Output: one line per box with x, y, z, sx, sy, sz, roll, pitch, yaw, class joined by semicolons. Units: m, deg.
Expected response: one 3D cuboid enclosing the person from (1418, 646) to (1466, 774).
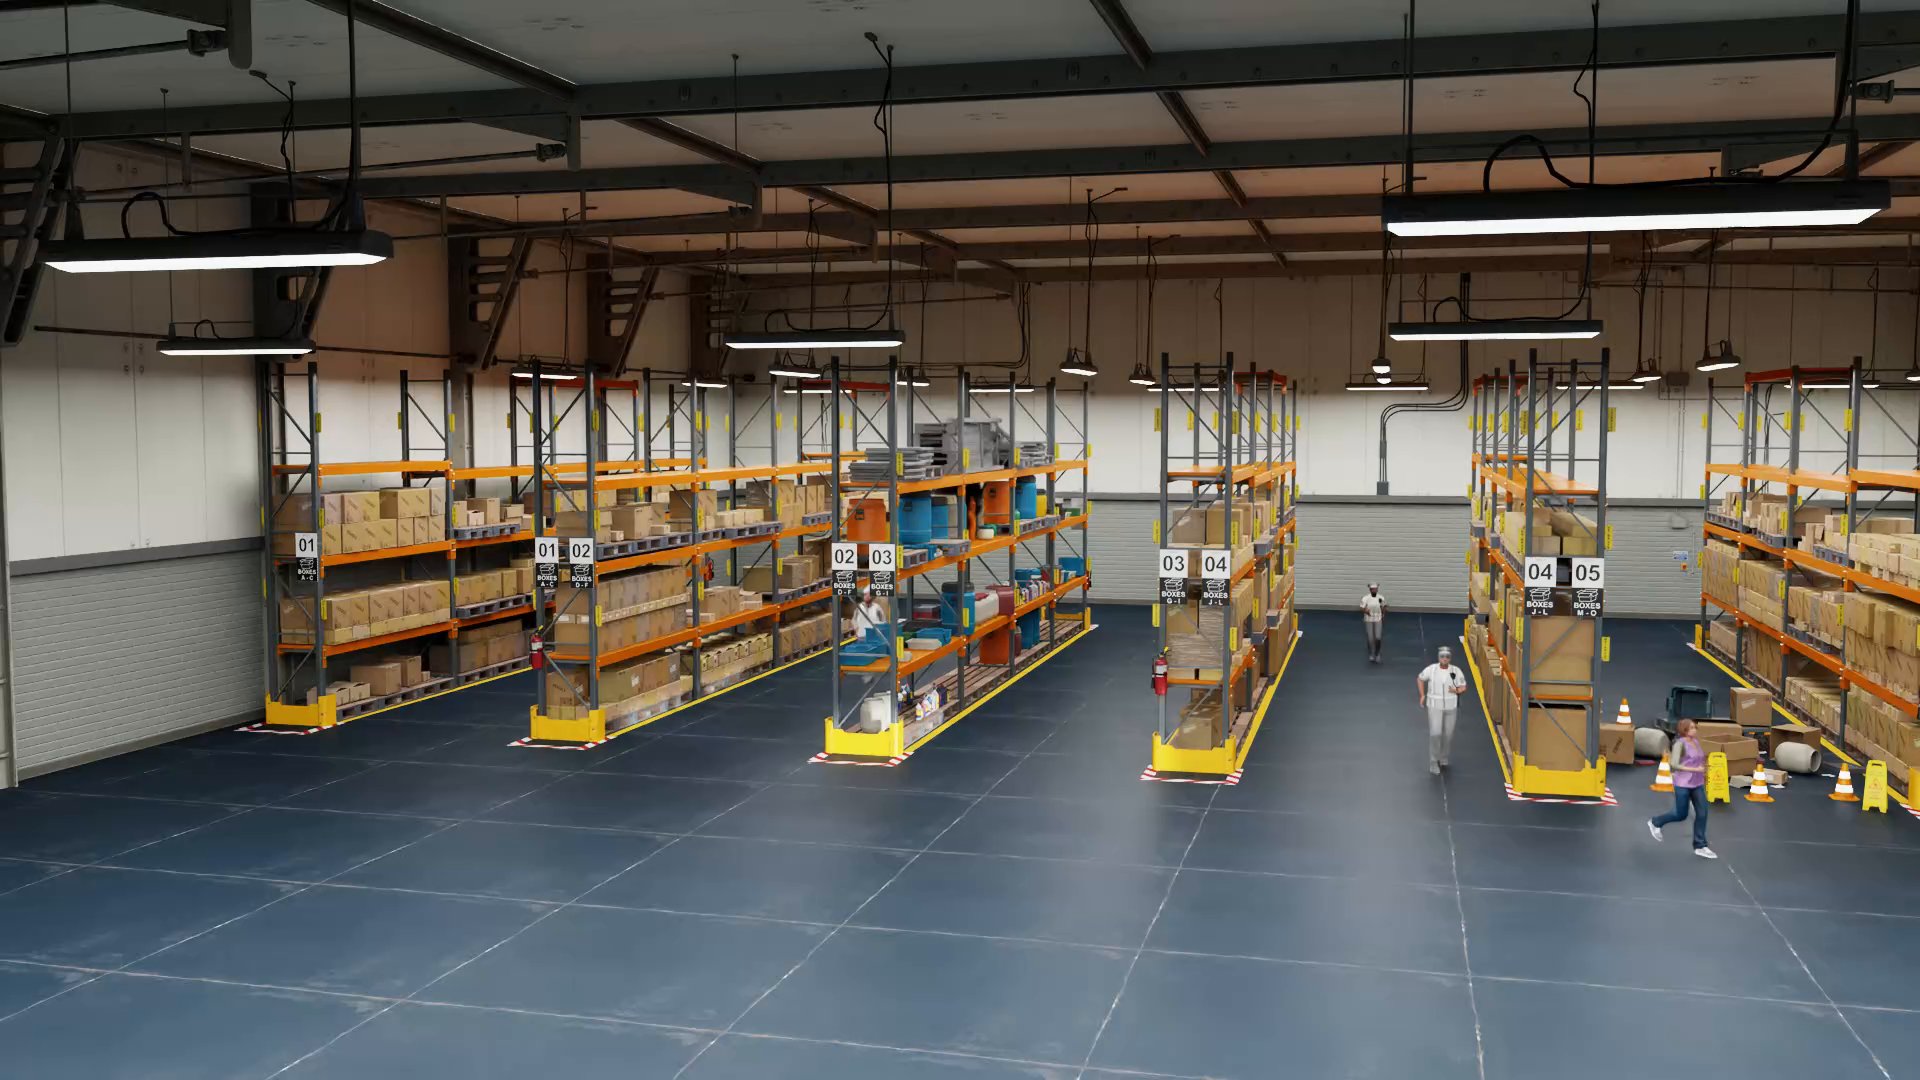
6.943;2.444;23.931;0.635;1.854;0.780;0;4;6;person

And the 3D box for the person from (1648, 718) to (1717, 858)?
8.430;2.850;19.323;0.551;1.573;0.825;-2;5;-32;person

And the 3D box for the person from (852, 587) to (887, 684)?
-1.665;1.733;30.099;0.657;1.743;0.561;1;4;10;person

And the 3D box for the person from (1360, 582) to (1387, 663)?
8.642;1.727;34.768;0.566;1.714;0.687;1;4;13;person
